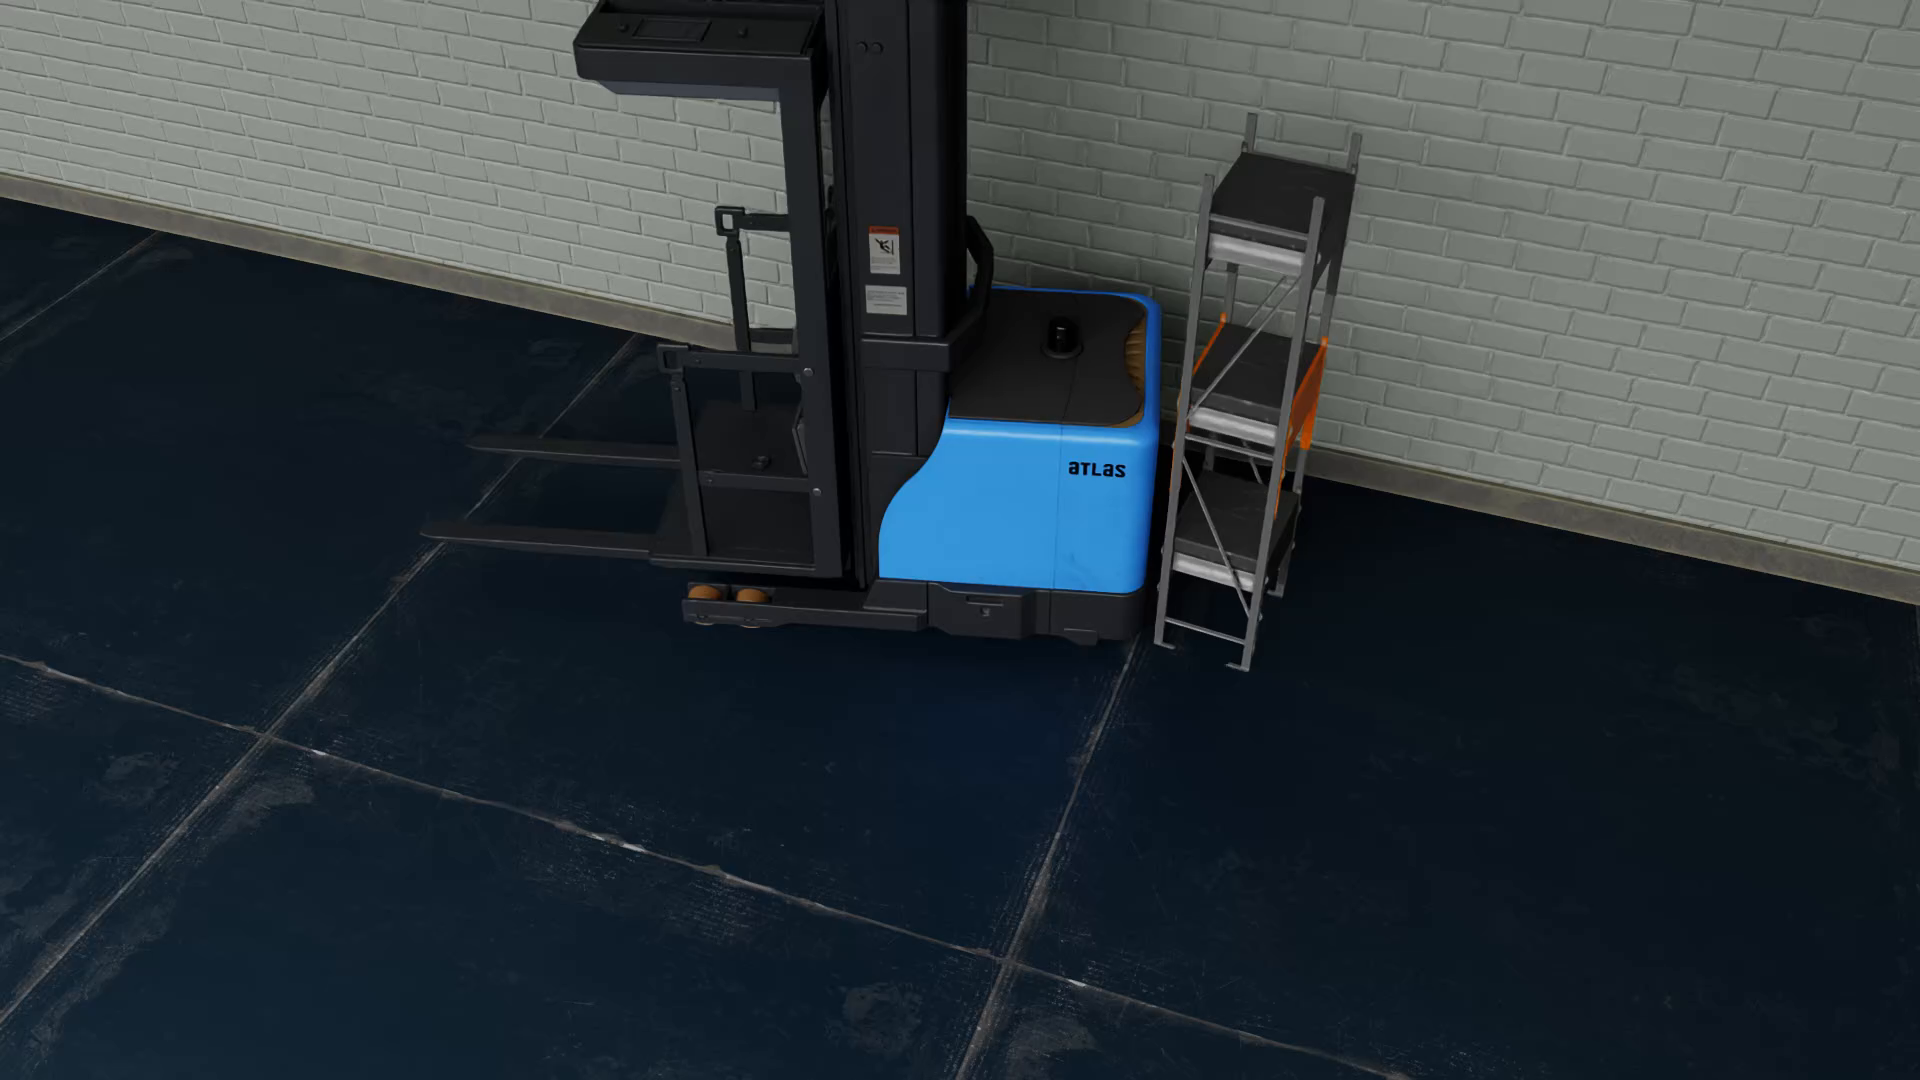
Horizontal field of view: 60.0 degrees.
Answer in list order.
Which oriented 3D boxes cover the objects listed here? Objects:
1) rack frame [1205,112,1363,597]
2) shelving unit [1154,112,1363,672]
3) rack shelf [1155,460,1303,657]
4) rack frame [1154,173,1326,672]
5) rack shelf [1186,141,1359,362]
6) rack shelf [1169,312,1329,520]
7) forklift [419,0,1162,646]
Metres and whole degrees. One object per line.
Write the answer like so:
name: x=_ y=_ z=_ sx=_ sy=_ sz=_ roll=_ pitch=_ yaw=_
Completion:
rack frame: x=1.174 y=-0.619 z=6.358 sx=0.400 sy=2.100 sz=0.015 roll=16 pitch=43 yaw=18
shelving unit: x=1.074 y=-0.476 z=6.187 sx=0.431 sy=2.100 sz=0.503 roll=16 pitch=43 yaw=18
rack shelf: x=1.072 y=0.070 z=6.647 sx=0.431 sy=0.518 sz=0.480 roll=16 pitch=43 yaw=18
rack frame: x=0.974 y=-0.332 z=6.017 sx=0.400 sy=2.100 sz=0.015 roll=16 pitch=43 yaw=18
rack shelf: x=1.076 y=-1.000 z=5.745 sx=0.431 sy=0.518 sz=0.480 roll=16 pitch=43 yaw=18
rack shelf: x=1.074 y=-0.465 z=6.196 sx=0.431 sy=0.518 sz=0.480 roll=16 pitch=43 yaw=18
forklift: x=-0.718 y=-1.089 z=6.269 sx=3.031 sy=2.935 sz=1.130 roll=4 pitch=41 yaw=4
